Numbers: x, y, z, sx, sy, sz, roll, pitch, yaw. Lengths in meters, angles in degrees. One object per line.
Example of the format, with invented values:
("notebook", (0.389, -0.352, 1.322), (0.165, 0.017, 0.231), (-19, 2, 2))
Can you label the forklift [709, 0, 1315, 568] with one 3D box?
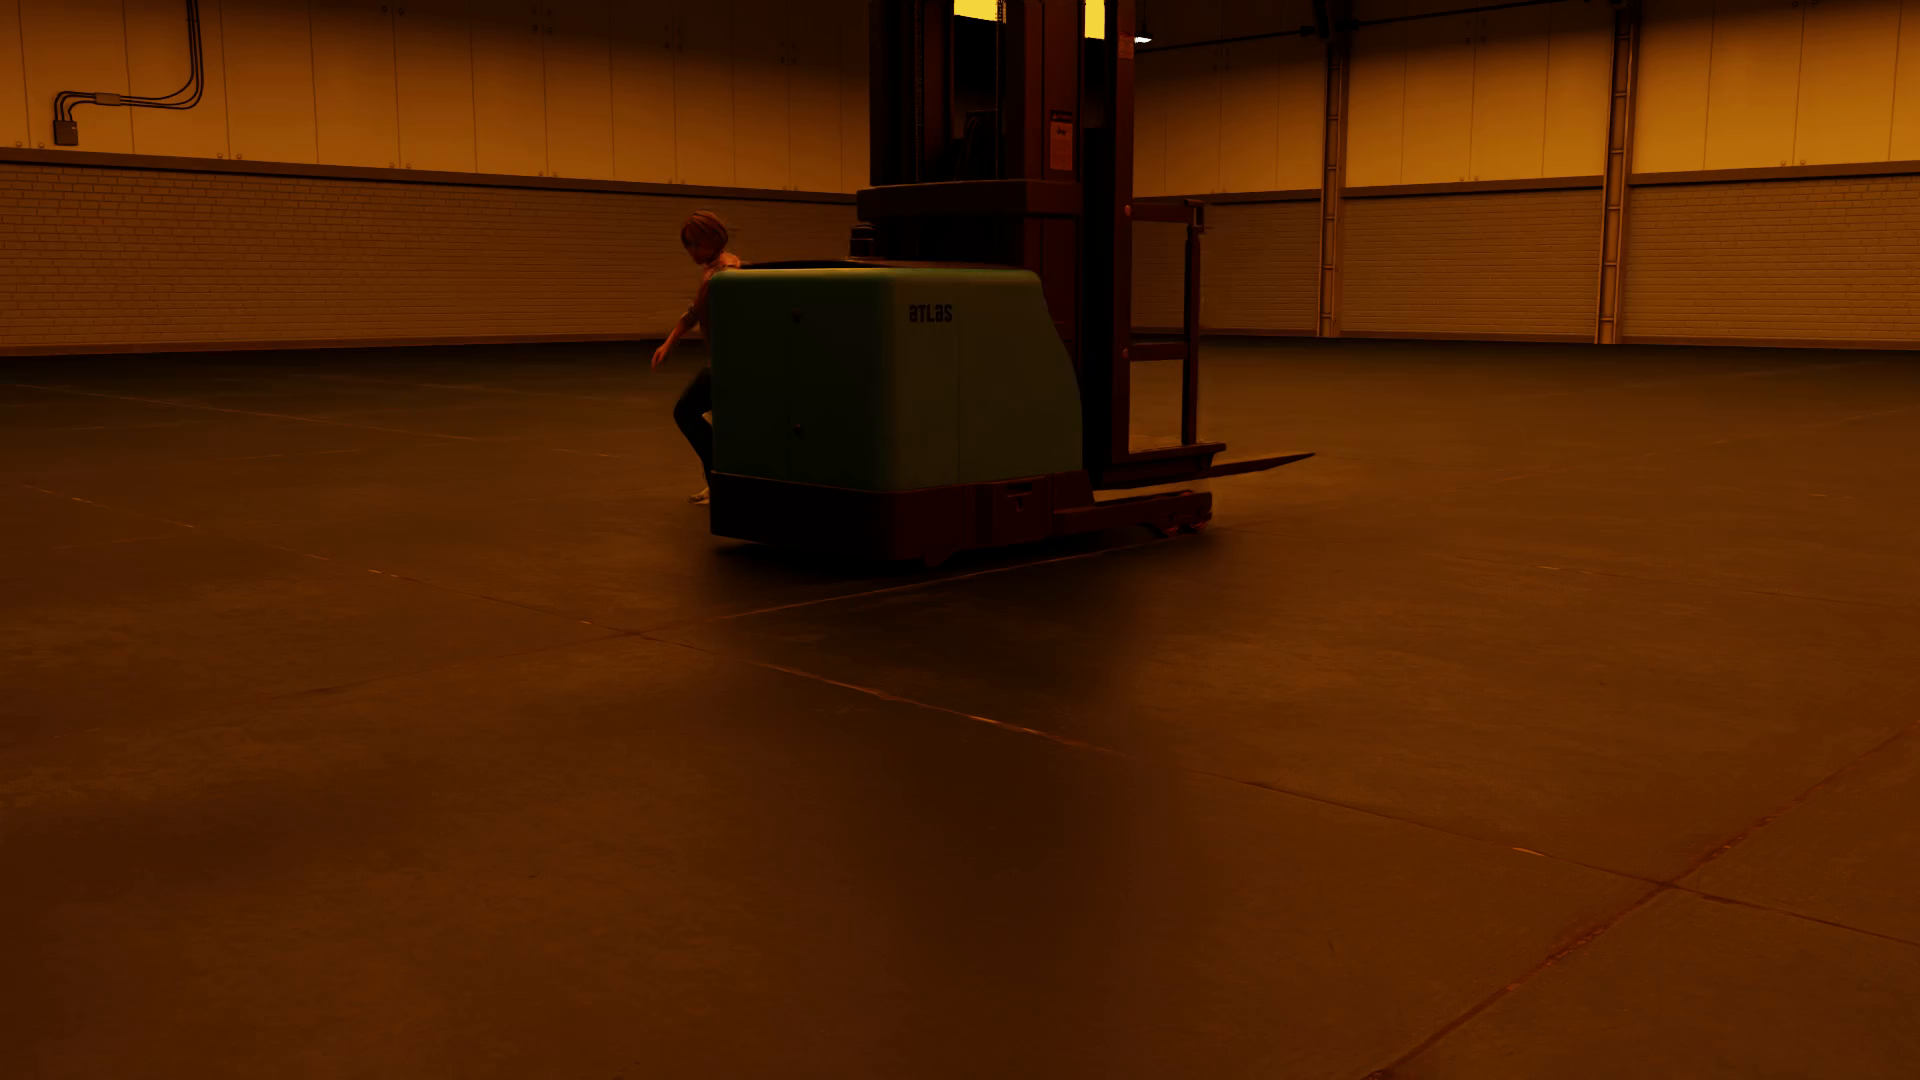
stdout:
("forklift", (0.417, -1.516, 6.941), (1.130, 2.935, 3.031), (8, 12, 43))

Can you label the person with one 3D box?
("person", (-1.068, -0.815, 7.696), (0.811, 1.370, 0.539), (4, 10, 26))
